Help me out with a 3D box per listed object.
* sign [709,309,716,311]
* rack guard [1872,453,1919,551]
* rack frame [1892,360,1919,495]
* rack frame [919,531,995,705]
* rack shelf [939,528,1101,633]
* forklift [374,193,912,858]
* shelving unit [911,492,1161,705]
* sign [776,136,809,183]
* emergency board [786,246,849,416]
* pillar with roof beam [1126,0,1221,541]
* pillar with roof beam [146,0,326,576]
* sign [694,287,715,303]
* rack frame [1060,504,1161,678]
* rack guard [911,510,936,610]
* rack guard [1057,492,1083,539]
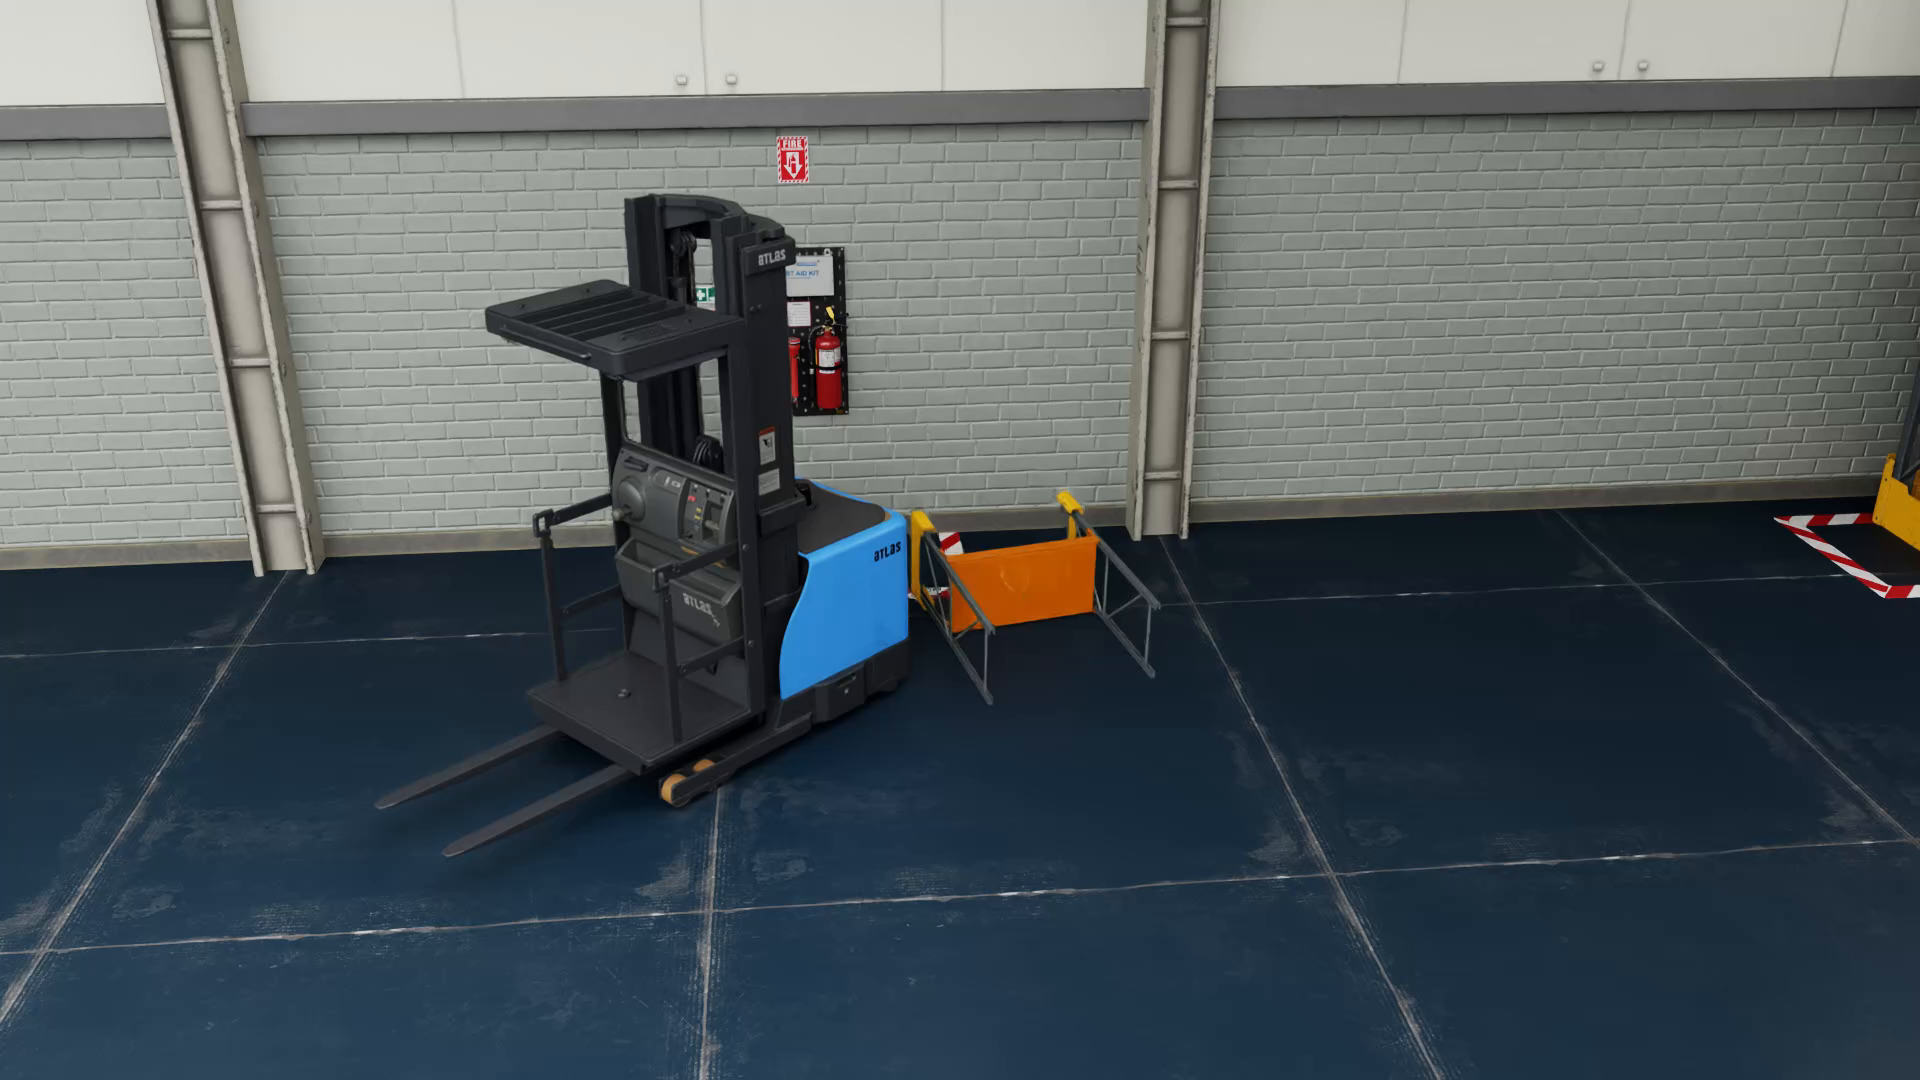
[{"bbox_3d":[-1.619,-1.388,11.136,0.234,0.329,0.001,-2,24,-5],"label":"sign"},{"bbox_3d":[6.839,-0.158,11.491,0.348,0.500,1.175,-2,24,-5],"label":"rack guard"},{"bbox_3d":[6.763,-1.298,10.976,0.127,3.000,1.000,-2,24,-5],"label":"rack frame"},{"bbox_3d":[-0.057,0.402,10.081,0.032,0.500,1.500,-8,28,-17],"label":"rack frame"},{"bbox_3d":[0.369,0.259,10.380,1.000,0.538,0.185,-8,28,-17],"label":"rack shelf"},{"bbox_3d":[-1.646,-0.188,8.564,1.130,2.935,3.031,20,31,38],"label":"forklift"},{"bbox_3d":[0.434,0.335,10.230,1.083,0.587,1.500,-8,28,-17],"label":"shelving unit"},{"bbox_3d":[-1.077,-2.452,10.719,0.199,0.298,0.001,-2,24,-5],"label":"sign"},{"bbox_3d":[-1.059,-1.352,11.100,0.643,1.169,0.194,-2,24,-5],"label":"emergency board"},{"bbox_3d":[1.827,-2.437,6.153,0.400,9.000,9.100,-2,24,-5],"label":"pillar with roof beam"},{"bbox_3d":[-4.144,-2.197,5.615,0.400,9.000,9.100,-2,24,-5],"label":"pillar with roof beam"},{"bbox_3d":[-1.614,-1.627,11.021,0.331,0.109,0.001,-2,24,-5],"label":"sign"},{"bbox_3d":[0.908,0.271,10.375,0.032,0.500,1.500,-8,28,-17],"label":"rack frame"},{"bbox_3d":[-0.235,0.130,10.615,0.087,0.587,0.250,-8,28,-17],"label":"rack guard"},{"bbox_3d":[0.710,0.002,10.903,0.087,0.587,0.250,-8,28,-17],"label":"rack guard"}]
